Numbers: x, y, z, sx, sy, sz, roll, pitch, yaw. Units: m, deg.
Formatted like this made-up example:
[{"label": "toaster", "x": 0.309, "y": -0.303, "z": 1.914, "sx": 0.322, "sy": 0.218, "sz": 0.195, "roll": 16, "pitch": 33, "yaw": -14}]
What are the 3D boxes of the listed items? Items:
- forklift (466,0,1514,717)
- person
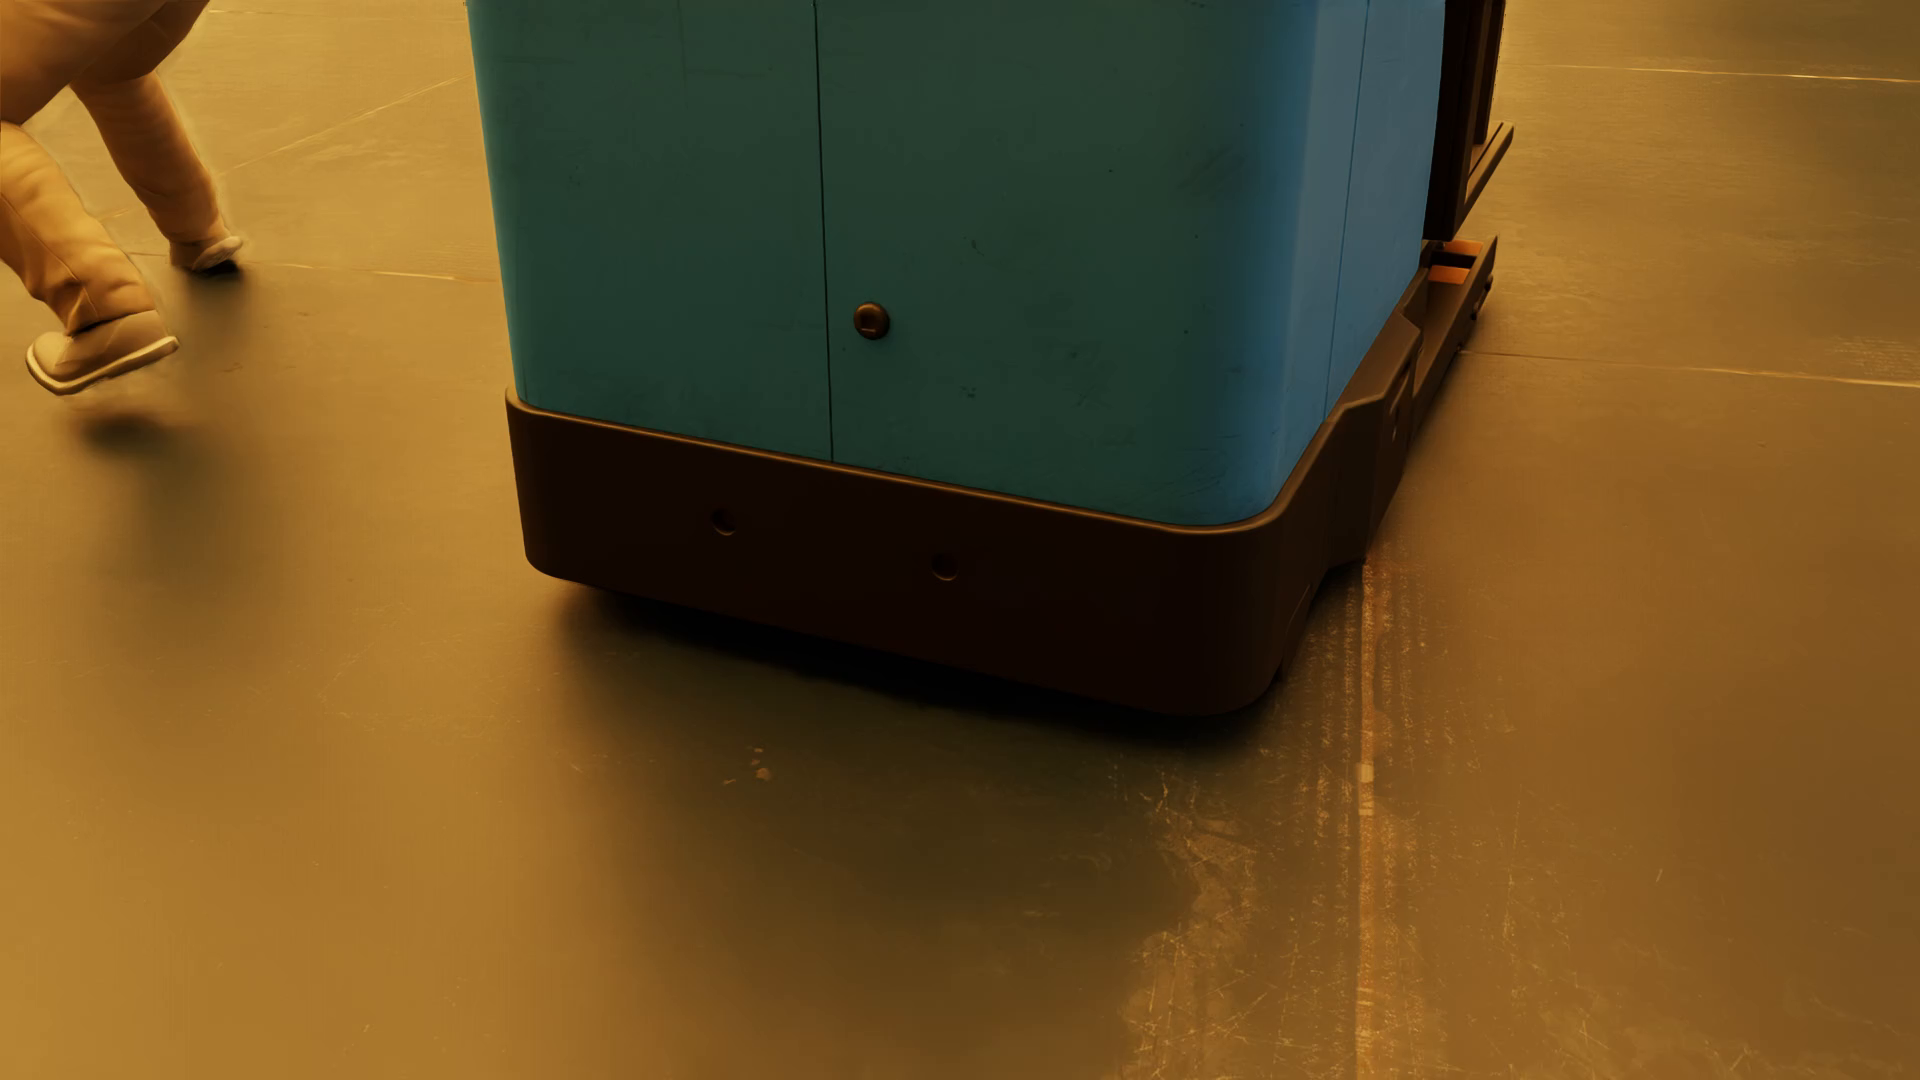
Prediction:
[{"label": "forklift", "x": 0.447, "y": -1.743, "z": 2.700, "sx": 1.130, "sy": 2.935, "sz": 3.031, "roll": 11, "pitch": 29, "yaw": 21}, {"label": "person", "x": -1.592, "y": -1.088, "z": 3.045, "sx": 0.562, "sy": 1.687, "sz": 1.151, "roll": 1, "pitch": 27, "yaw": 3}]
